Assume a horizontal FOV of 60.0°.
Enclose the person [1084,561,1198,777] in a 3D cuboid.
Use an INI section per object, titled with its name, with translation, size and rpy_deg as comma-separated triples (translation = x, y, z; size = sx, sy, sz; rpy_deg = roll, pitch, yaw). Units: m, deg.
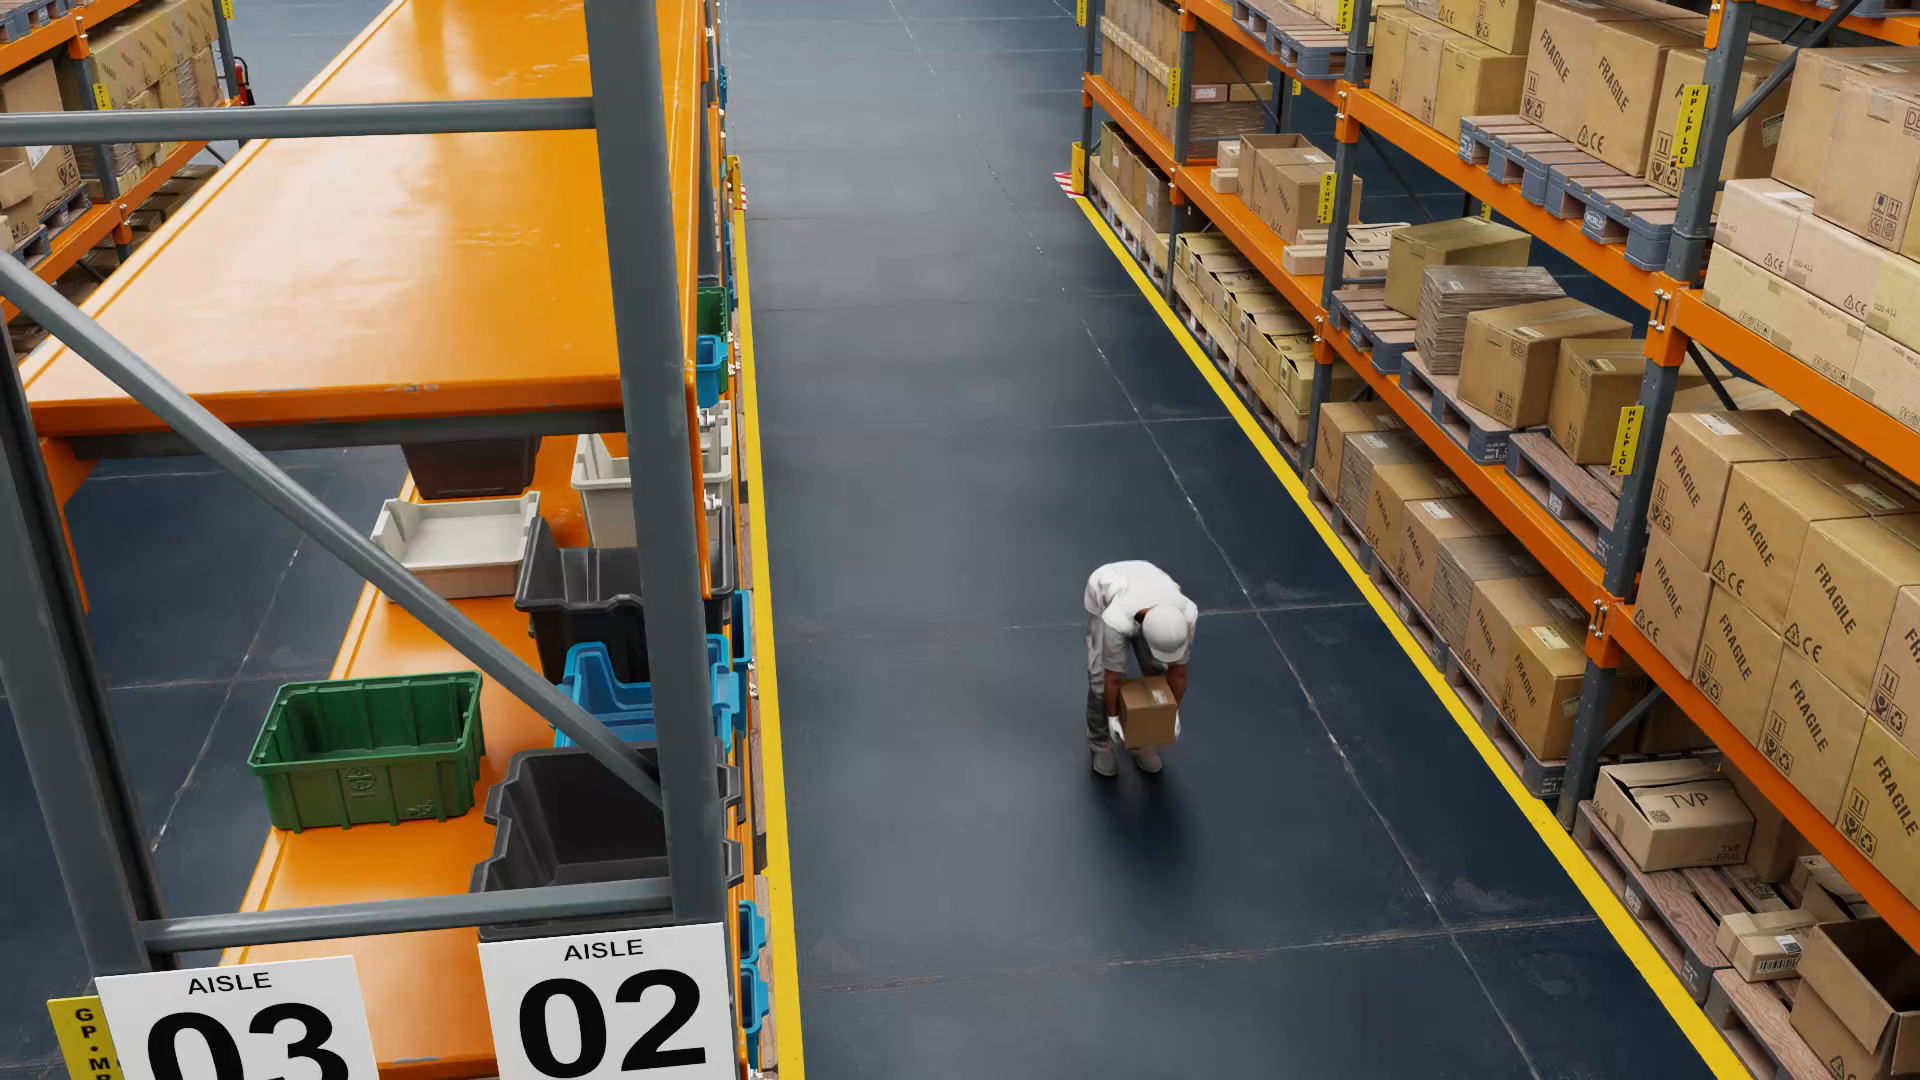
[person]
translation = 0.907, 0.692, 8.330
size = 0.482, 1.225, 0.969
rpy_deg = -4, 27, -9
